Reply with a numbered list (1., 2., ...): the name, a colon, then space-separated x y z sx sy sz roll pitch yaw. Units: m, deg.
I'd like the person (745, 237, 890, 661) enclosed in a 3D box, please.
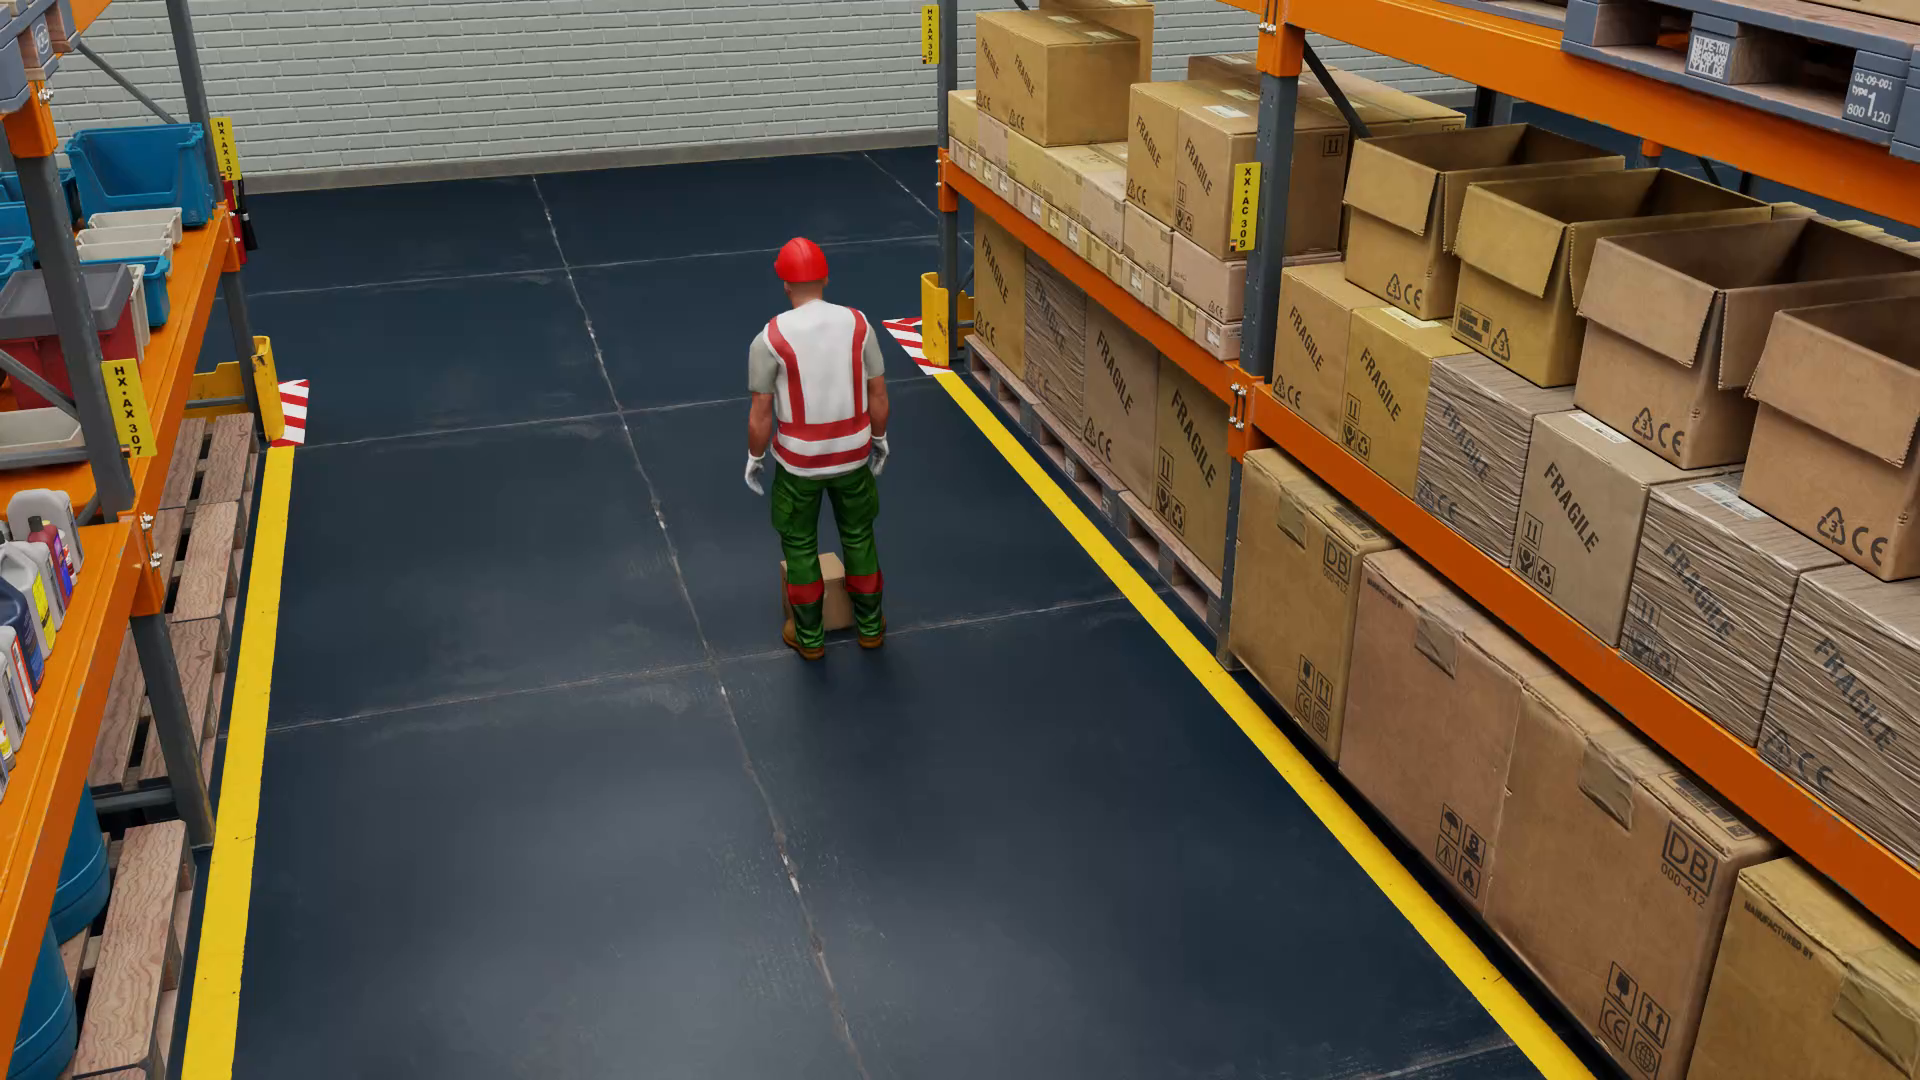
1. person: -0.578 -0.352 6.813 0.623 1.781 0.446 -9 28 -18
